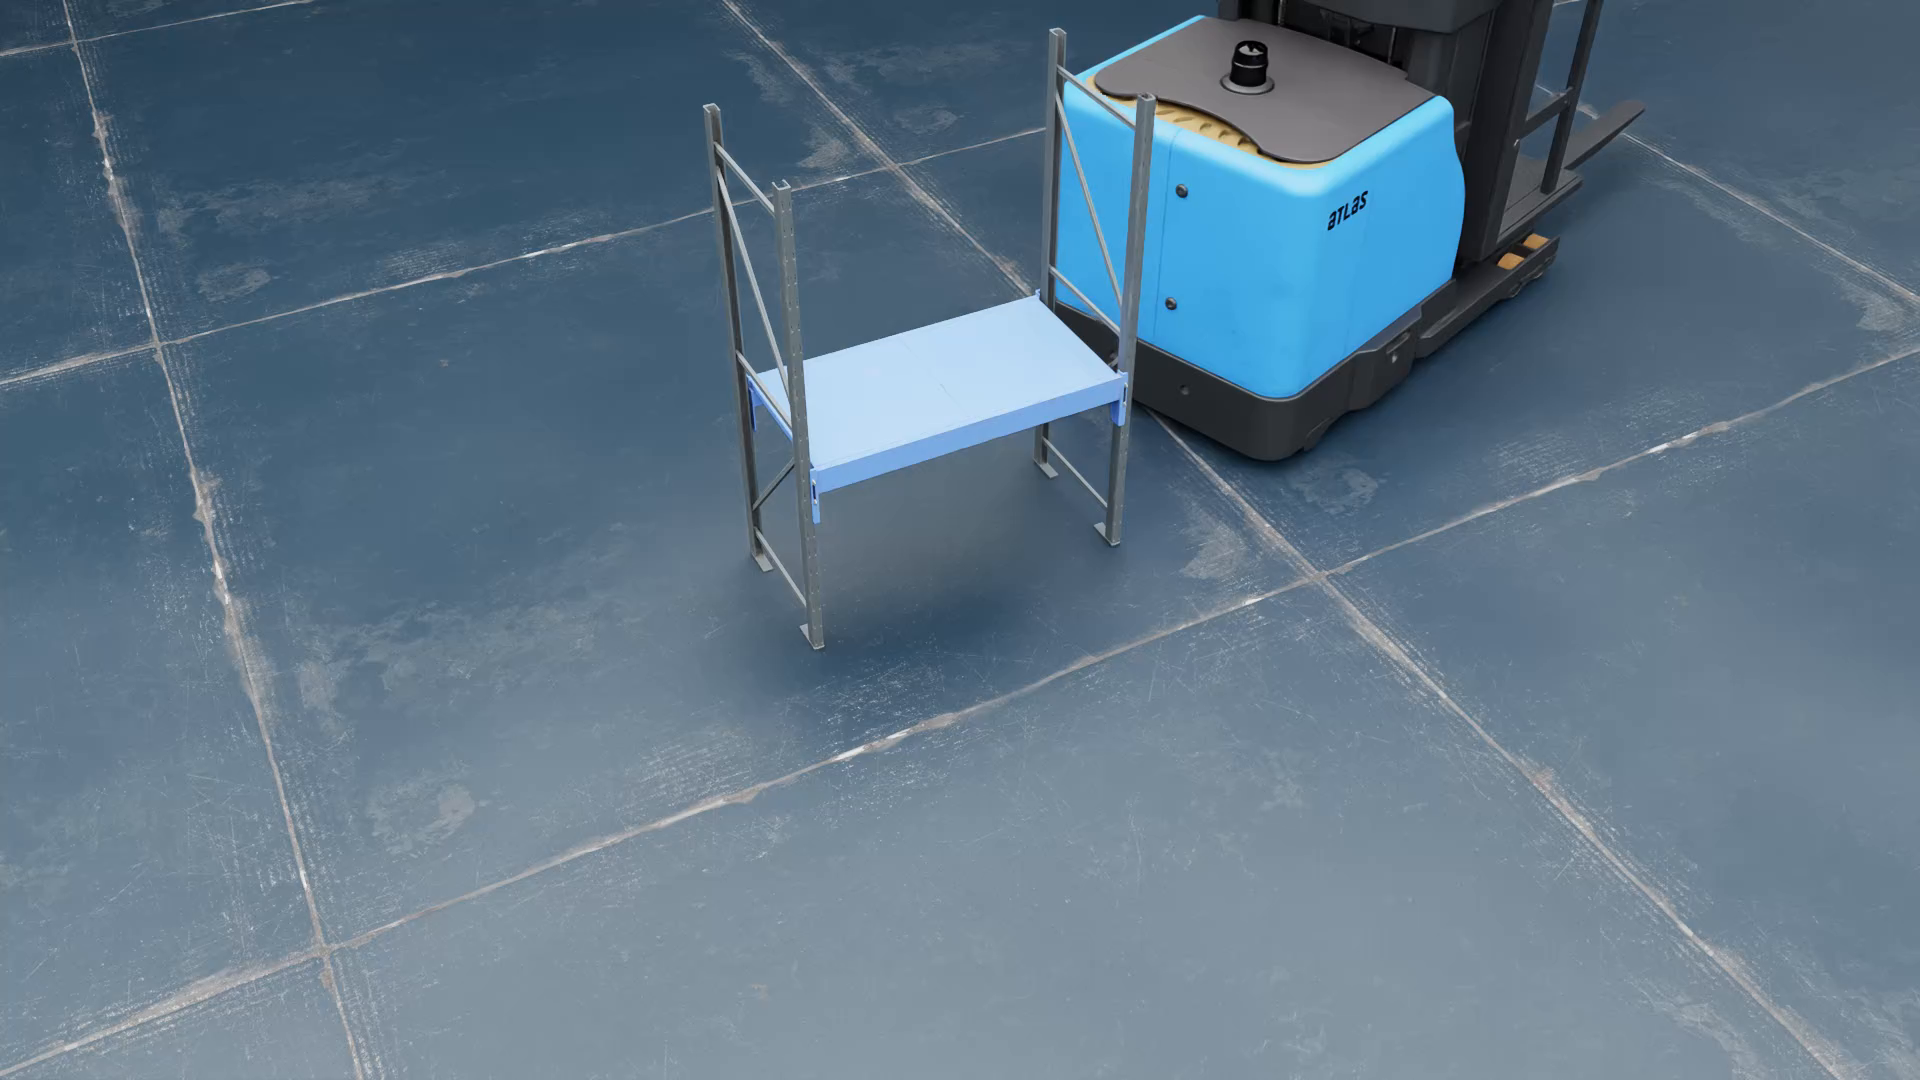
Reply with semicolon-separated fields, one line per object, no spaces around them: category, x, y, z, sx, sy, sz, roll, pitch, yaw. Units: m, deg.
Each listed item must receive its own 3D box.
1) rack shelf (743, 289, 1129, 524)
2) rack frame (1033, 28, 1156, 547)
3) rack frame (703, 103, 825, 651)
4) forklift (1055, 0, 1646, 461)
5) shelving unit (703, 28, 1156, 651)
rack shelf;-0.076;-0.410;4.852;1.000;0.185;0.538;-19;44;-21
rack frame;0.375;-0.699;4.915;0.032;1.500;0.500;-19;44;-21
rack frame;-0.527;-0.395;4.556;0.032;1.500;0.500;-19;44;-21
forklift;1.662;-2.243;5.631;1.130;2.935;3.031;31;49;31
shelving unit;-0.076;-0.547;4.735;1.048;1.500;0.538;-19;44;-21
